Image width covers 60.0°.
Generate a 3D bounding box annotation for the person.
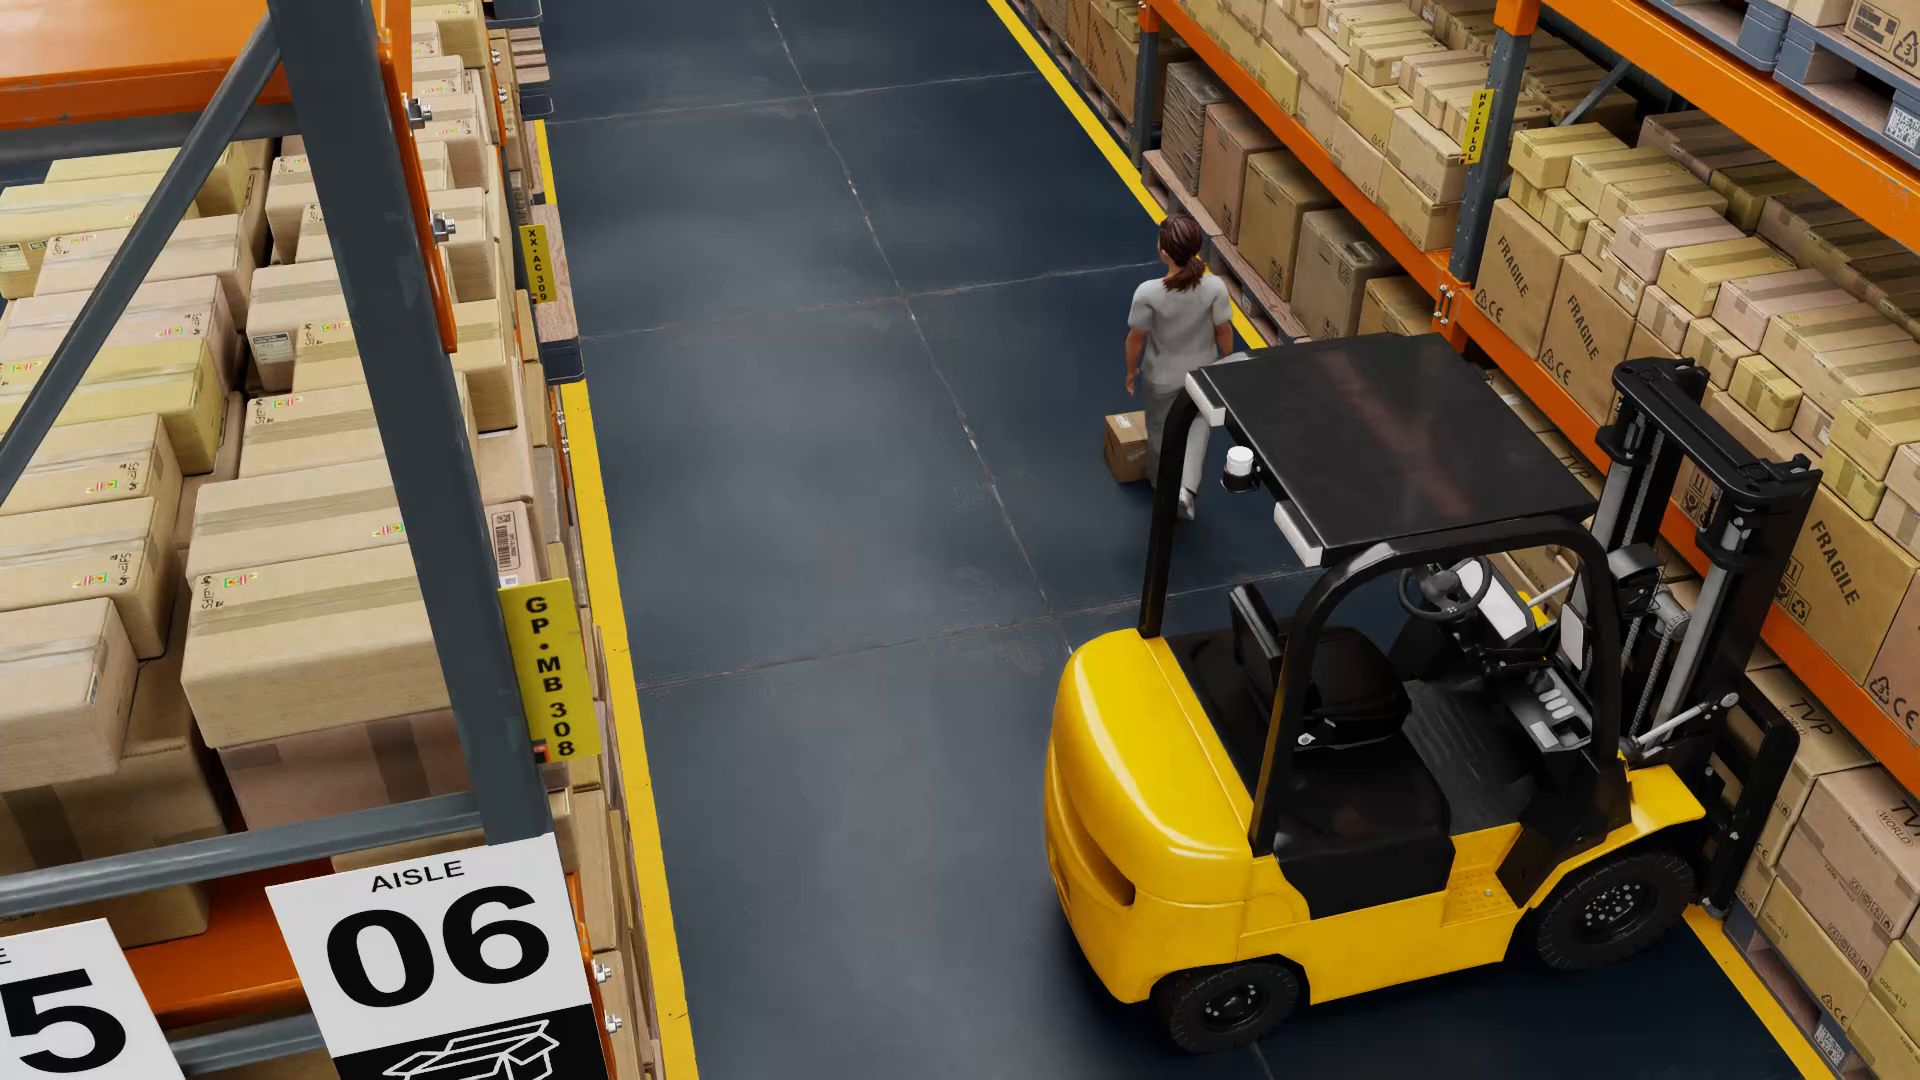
[{"bbox_3d":[1.008,-0.816,7.739,0.515,1.654,0.684,0,38,0],"label":"person"}]
